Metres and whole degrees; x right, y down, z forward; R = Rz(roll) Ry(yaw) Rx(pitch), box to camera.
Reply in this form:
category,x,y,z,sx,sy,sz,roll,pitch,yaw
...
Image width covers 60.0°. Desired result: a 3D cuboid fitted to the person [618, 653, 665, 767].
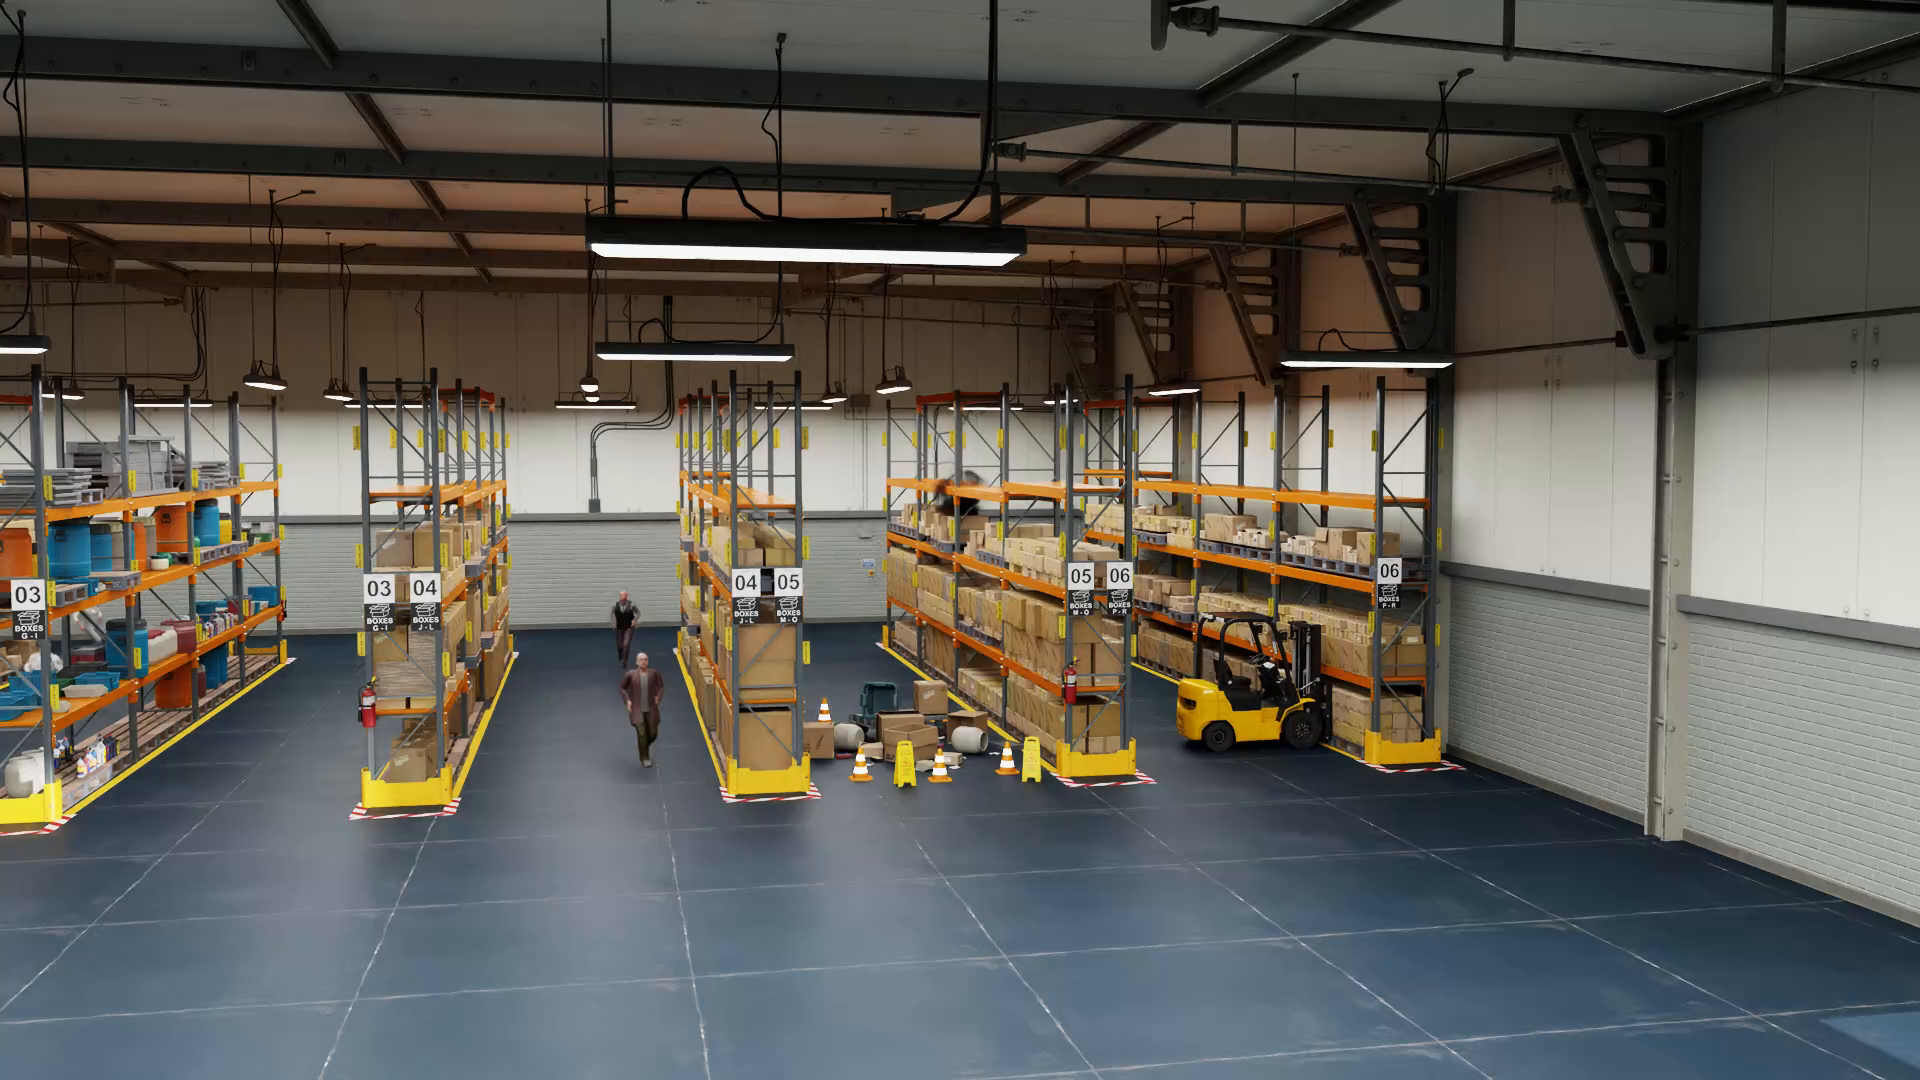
category,x,y,z,sx,sy,sz,roll,pitch,yaw
person,-4.900,2.604,25.659,0.703,1.733,0.724,-1,4,-21

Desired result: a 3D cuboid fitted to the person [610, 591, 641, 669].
category,x,y,z,sx,sy,sz,roll,pitch,yaw
person,-7.420,1.971,36.909,0.667,1.711,0.747,0,3,0

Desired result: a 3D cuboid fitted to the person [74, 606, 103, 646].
category,x,y,z,sx,sy,sz,roll,pitch,yaw
person,-19.445,2.012,37.221,0.652,1.584,0.586,2,4,25

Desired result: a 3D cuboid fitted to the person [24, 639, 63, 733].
category,x,y,z,sx,sy,sz,roll,pitch,yaw
person,-15.672,2.479,28.399,0.678,1.658,0.490,-1,3,-9
